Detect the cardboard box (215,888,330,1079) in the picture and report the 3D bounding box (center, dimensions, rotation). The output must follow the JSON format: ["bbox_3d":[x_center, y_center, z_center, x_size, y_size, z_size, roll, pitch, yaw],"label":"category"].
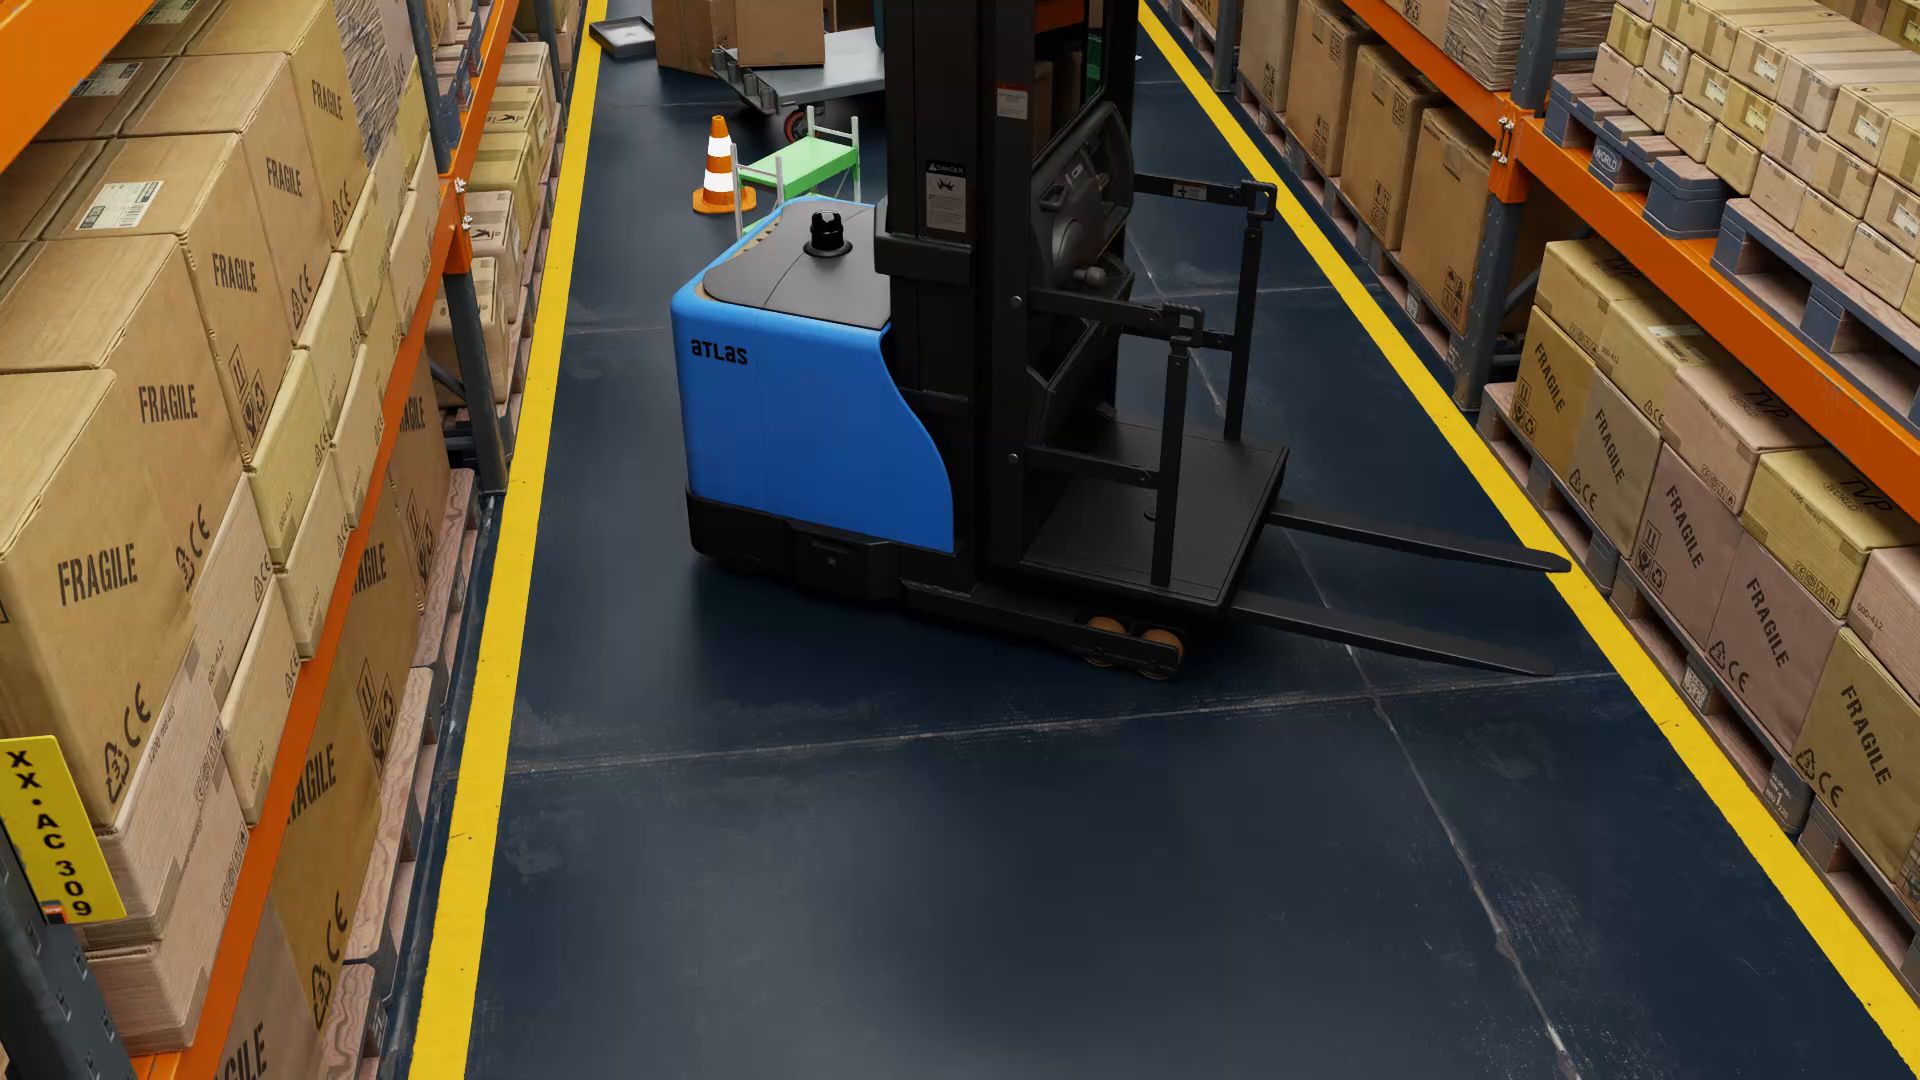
[{"bbox_3d":[-1.904,1.183,3.364,0.875,0.875,0.875,-3,34,-5],"label":"cardboard box"}]

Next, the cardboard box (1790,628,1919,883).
[{"bbox_3d":[2.732,0.567,4.602,0.500,0.500,0.500,-5,35,-8],"label":"cardboard box"}]

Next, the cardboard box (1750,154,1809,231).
[{"bbox_3d":[2.621,-1.050,4.978,0.380,0.149,0.250,-3,34,-5],"label":"cardboard box"}]

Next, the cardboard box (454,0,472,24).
[{"bbox_3d":[-2.151,-2.150,6.592,0.380,0.149,0.250,-4,34,-6],"label":"cardboard box"}]

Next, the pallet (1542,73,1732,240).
[{"bbox_3d":[2.814,-1.376,5.775,1.213,0.211,1.003,-4,35,-6],"label":"pallet"}]

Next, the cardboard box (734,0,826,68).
[{"bbox_3d":[-1.057,-3.077,9.649,0.500,0.500,0.500,-4,35,-6],"label":"cardboard box"}]

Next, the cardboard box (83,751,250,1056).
[{"bbox_3d":[-1.539,0.615,2.817,0.500,0.250,0.500,-5,35,-7],"label":"cardboard box"}]

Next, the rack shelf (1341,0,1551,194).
[{"bbox_3d":[2.343,-2.663,8.133,1.077,0.370,4.000,-4,35,-6],"label":"rack shelf"}]

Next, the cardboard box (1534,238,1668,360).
[{"bbox_3d":[2.465,-0.892,6.076,0.500,0.250,0.500,-6,35,-9],"label":"cardboard box"}]

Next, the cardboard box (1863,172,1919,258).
[{"bbox_3d":[2.693,-0.883,4.469,0.380,0.149,0.250,-3,34,-5],"label":"cardboard box"}]

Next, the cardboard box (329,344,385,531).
[{"bbox_3d":[-1.721,-0.240,4.072,0.500,0.250,0.500,-5,35,-7],"label":"cardboard box"}]

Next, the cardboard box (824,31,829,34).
[{"bbox_3d":[-0.800,-3.133,10.611,0.396,0.266,0.258,27,43,34],"label":"cardboard box"}]

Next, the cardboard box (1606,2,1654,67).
[{"bbox_3d":[2.478,-1.752,5.744,0.380,0.149,0.250,-3,34,-4],"label":"cardboard box"}]

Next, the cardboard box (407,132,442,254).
[{"bbox_3d":[-1.954,-1.089,5.317,0.500,0.250,0.500,-6,35,-8],"label":"cardboard box"}]

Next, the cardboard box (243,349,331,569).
[{"bbox_3d":[-1.660,-0.165,3.518,0.500,0.250,0.500,-4,34,-6],"label":"cardboard box"}]

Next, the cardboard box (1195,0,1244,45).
[{"bbox_3d":[2.059,-3.729,10.571,0.875,0.875,0.875,-4,34,-6],"label":"cardboard box"}]

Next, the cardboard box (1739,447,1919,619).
[{"bbox_3d":[2.659,-0.041,4.828,0.500,0.250,0.500,-6,35,-8],"label":"cardboard box"}]

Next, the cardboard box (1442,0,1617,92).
[{"bbox_3d":[2.286,-2.117,6.604,0.500,0.500,0.500,-4,35,-6],"label":"cardboard box"}]

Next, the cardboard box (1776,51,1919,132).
[{"bbox_3d":[2.623,-1.302,4.819,0.380,0.149,0.250,-3,34,-4],"label":"cardboard box"}]

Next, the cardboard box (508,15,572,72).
[{"bbox_3d":[-2.629,-3.032,10.105,0.500,0.250,0.500,-6,35,-9],"label":"cardboard box"}]

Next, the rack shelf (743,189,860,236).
[{"bbox_3d":[-0.641,-1.238,6.688,0.258,0.148,0.480,20,39,27],"label":"rack shelf"}]

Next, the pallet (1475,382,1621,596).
[{"bbox_3d":[2.716,-0.256,6.438,1.003,0.211,1.213,-4,35,-6],"label":"pallet"}]

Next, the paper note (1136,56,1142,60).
[{"bbox_3d":[1.087,-3.157,10.854,0.142,0.020,0.147,27,43,34],"label":"paper note"}]

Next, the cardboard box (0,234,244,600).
[{"bbox_3d":[-1.611,-0.185,2.881,0.500,0.500,0.500,-5,35,-7],"label":"cardboard box"}]

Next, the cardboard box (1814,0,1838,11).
[{"bbox_3d":[3.133,-1.921,5.728,0.380,0.149,0.250,-6,35,-8],"label":"cardboard box"}]

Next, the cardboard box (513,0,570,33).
[{"bbox_3d":[-2.629,-3.342,9.894,0.500,0.500,0.500,-3,34,-4],"label":"cardboard box"}]

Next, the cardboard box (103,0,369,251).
[{"bbox_3d":[-1.813,-1.036,4.130,0.500,0.500,0.500,-4,35,-6],"label":"cardboard box"}]

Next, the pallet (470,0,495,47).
[{"bbox_3d":[-2.586,-2.436,7.331,1.003,0.211,1.213,-4,35,-6],"label":"pallet"}]

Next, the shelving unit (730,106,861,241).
[{"bbox_3d":[-0.641,-1.092,6.787,0.258,1.200,0.503,20,39,27],"label":"shelving unit"}]

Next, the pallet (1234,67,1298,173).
[{"bbox_3d":[2.253,-2.500,9.730,1.003,0.211,1.213,-4,35,-6],"label":"pallet"}]

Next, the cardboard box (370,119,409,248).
[{"bbox_3d":[-1.890,-1.021,4.774,0.500,0.250,0.500,-5,35,-8],"label":"cardboard box"}]

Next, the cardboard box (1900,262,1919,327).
[{"bbox_3d":[2.722,-0.616,4.340,0.380,0.149,0.250,-3,34,-4],"label":"cardboard box"}]

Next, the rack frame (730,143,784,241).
[{"bbox_3d":[-0.773,-0.977,6.618,0.240,1.200,0.015,20,39,27],"label":"rack frame"}]

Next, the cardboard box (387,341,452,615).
[{"bbox_3d":[-2.269,-0.317,5.566,0.875,0.875,0.875,-5,35,-7],"label":"cardboard box"}]

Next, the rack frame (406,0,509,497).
[{"bbox_3d":[-2.279,-1.413,5.660,1.000,3.000,0.127,-4,35,-6],"label":"rack frame"}]

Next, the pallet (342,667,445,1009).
[{"bbox_3d":[-2.087,0.864,4.795,1.003,0.211,1.213,-4,35,-6],"label":"pallet"}]

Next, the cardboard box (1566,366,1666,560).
[{"bbox_3d":[2.526,-0.291,5.860,0.500,0.500,0.500,-4,34,-6],"label":"cardboard box"}]

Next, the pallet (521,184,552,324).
[{"bbox_3d":[-2.544,-1.376,8.082,1.003,0.211,1.213,-4,35,-6],"label":"pallet"}]

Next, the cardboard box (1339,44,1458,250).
[{"bbox_3d":[2.499,-1.923,8.033,1.050,0.750,0.750,-4,34,-6],"label":"cardboard box"}]

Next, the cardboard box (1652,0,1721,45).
[{"bbox_3d":[2.521,-1.738,5.458,0.380,0.149,0.250,-5,35,-8],"label":"cardboard box"}]

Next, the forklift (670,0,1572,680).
[{"bbox_3d":[0.581,-1.084,5.238,3.031,2.935,1.130,12,36,17],"label":"forklift"}]

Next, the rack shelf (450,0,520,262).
[{"bbox_3d":[-2.548,-2.232,7.501,1.077,0.370,4.000,-4,35,-6],"label":"rack shelf"}]

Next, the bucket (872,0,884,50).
[{"bbox_3d":[-0.228,-3.253,9.917,0.726,0.611,0.620,7,45,10],"label":"bucket"}]

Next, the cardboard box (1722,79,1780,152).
[{"bbox_3d":[2.590,-1.312,5.097,0.380,0.149,0.250,-4,35,-6],"label":"cardboard box"}]

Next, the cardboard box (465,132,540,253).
[{"bbox_3d":[-2.549,-1.652,7.971,0.950,0.372,0.625,-3,34,-5],"label":"cardboard box"}]

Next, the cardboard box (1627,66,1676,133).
[{"bbox_3d":[2.508,-1.500,5.637,0.380,0.149,0.250,-3,34,-4],"label":"cardboard box"}]
